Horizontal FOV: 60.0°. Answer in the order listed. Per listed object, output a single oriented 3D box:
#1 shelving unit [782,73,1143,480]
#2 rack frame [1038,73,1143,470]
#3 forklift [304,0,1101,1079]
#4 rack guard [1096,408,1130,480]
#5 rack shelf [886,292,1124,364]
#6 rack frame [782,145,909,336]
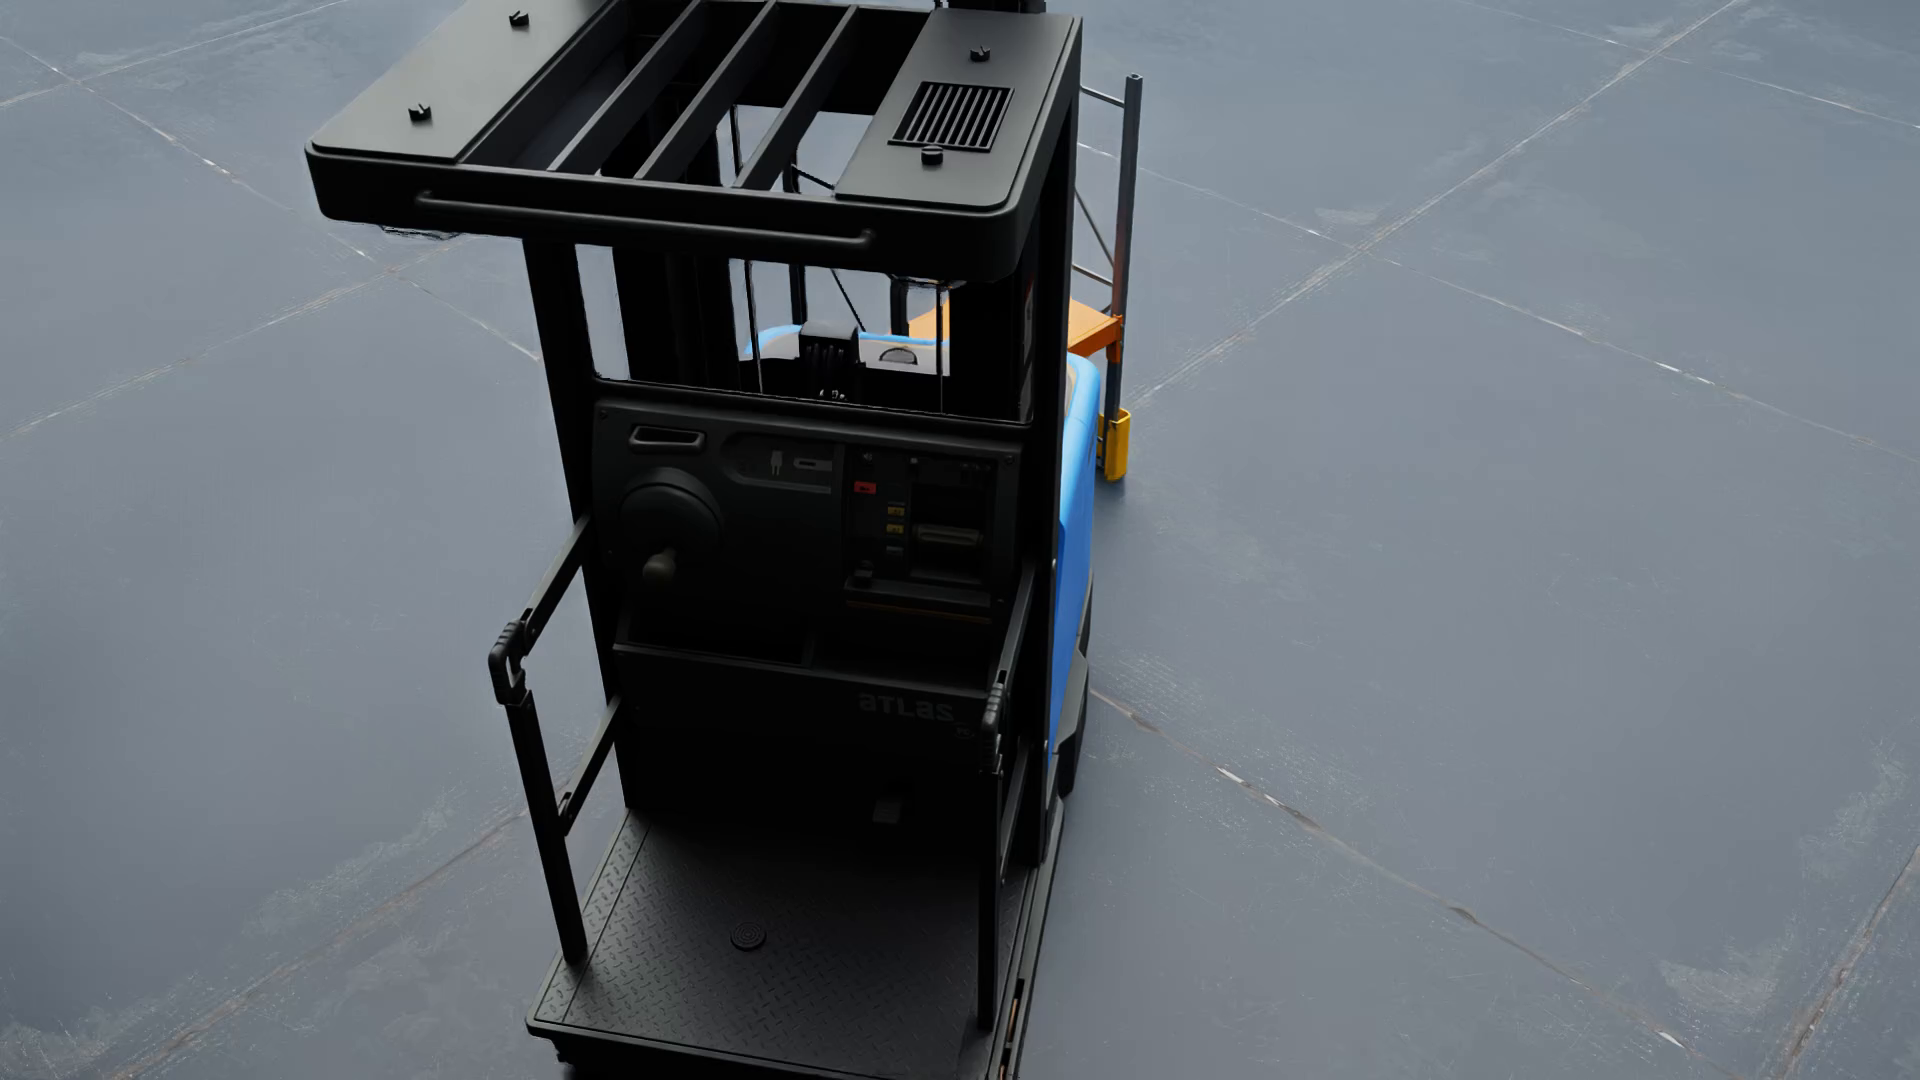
[{"bbox_3d":[0.026,-0.726,5.458,0.587,1.500,1.083,32,48,33],"label":"shelving unit"},{"bbox_3d":[0.377,-0.947,5.736,0.500,1.500,0.032,32,48,33],"label":"rack frame"},{"bbox_3d":[-0.374,0.010,3.382,1.130,2.935,3.031,7,39,9],"label":"forklift"},{"bbox_3d":[0.376,-0.458,6.125,0.587,0.250,0.087,32,48,33],"label":"rack guard"},{"bbox_3d":[0.020,-0.582,5.565,0.538,0.185,1.000,32,48,33],"label":"rack shelf"},{"bbox_3d":[-0.337,-0.497,5.170,0.500,1.500,0.032,32,48,33],"label":"rack frame"}]
